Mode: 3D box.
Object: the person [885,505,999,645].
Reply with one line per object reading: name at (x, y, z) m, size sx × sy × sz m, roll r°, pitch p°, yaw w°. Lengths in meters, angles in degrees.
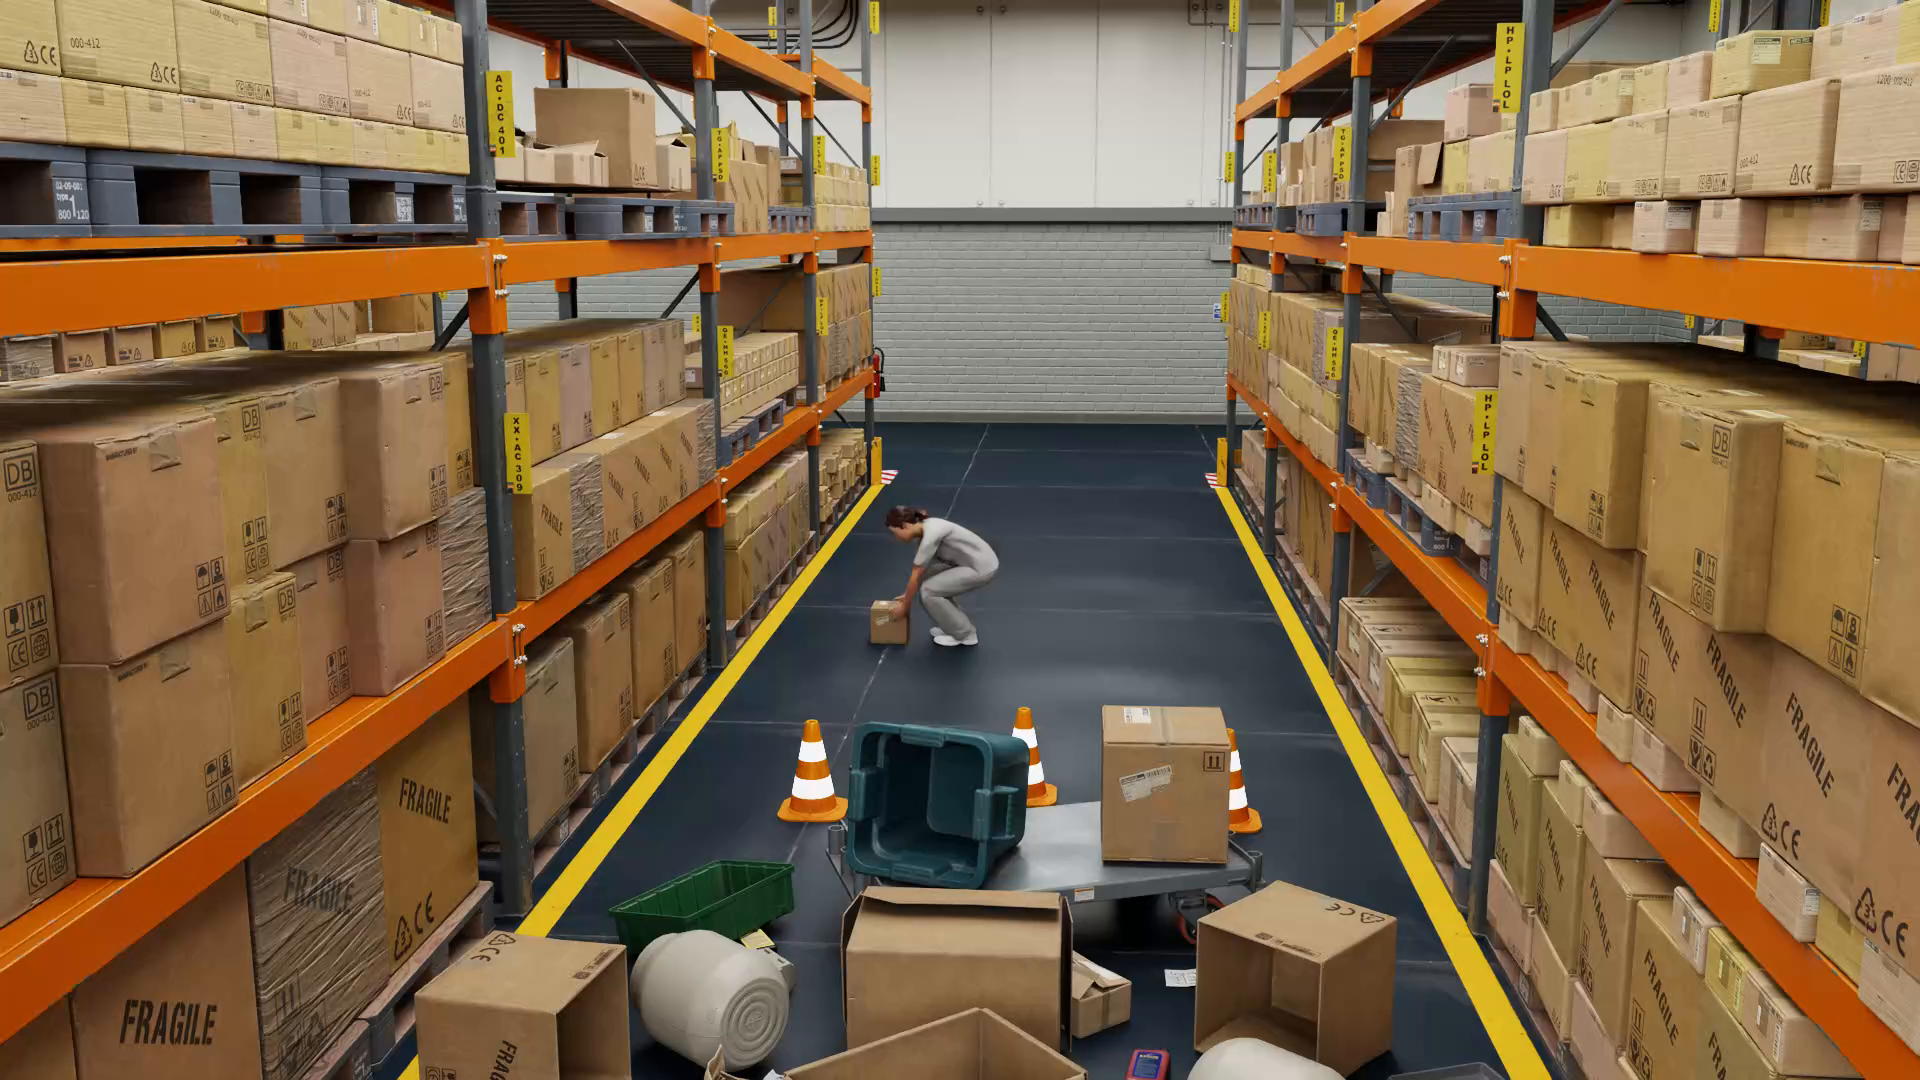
person at (-0.123, 0.235, 11.578) m, size 0.787 × 0.974 × 0.481 m, roll 1°, pitch 11°, yaw 4°
